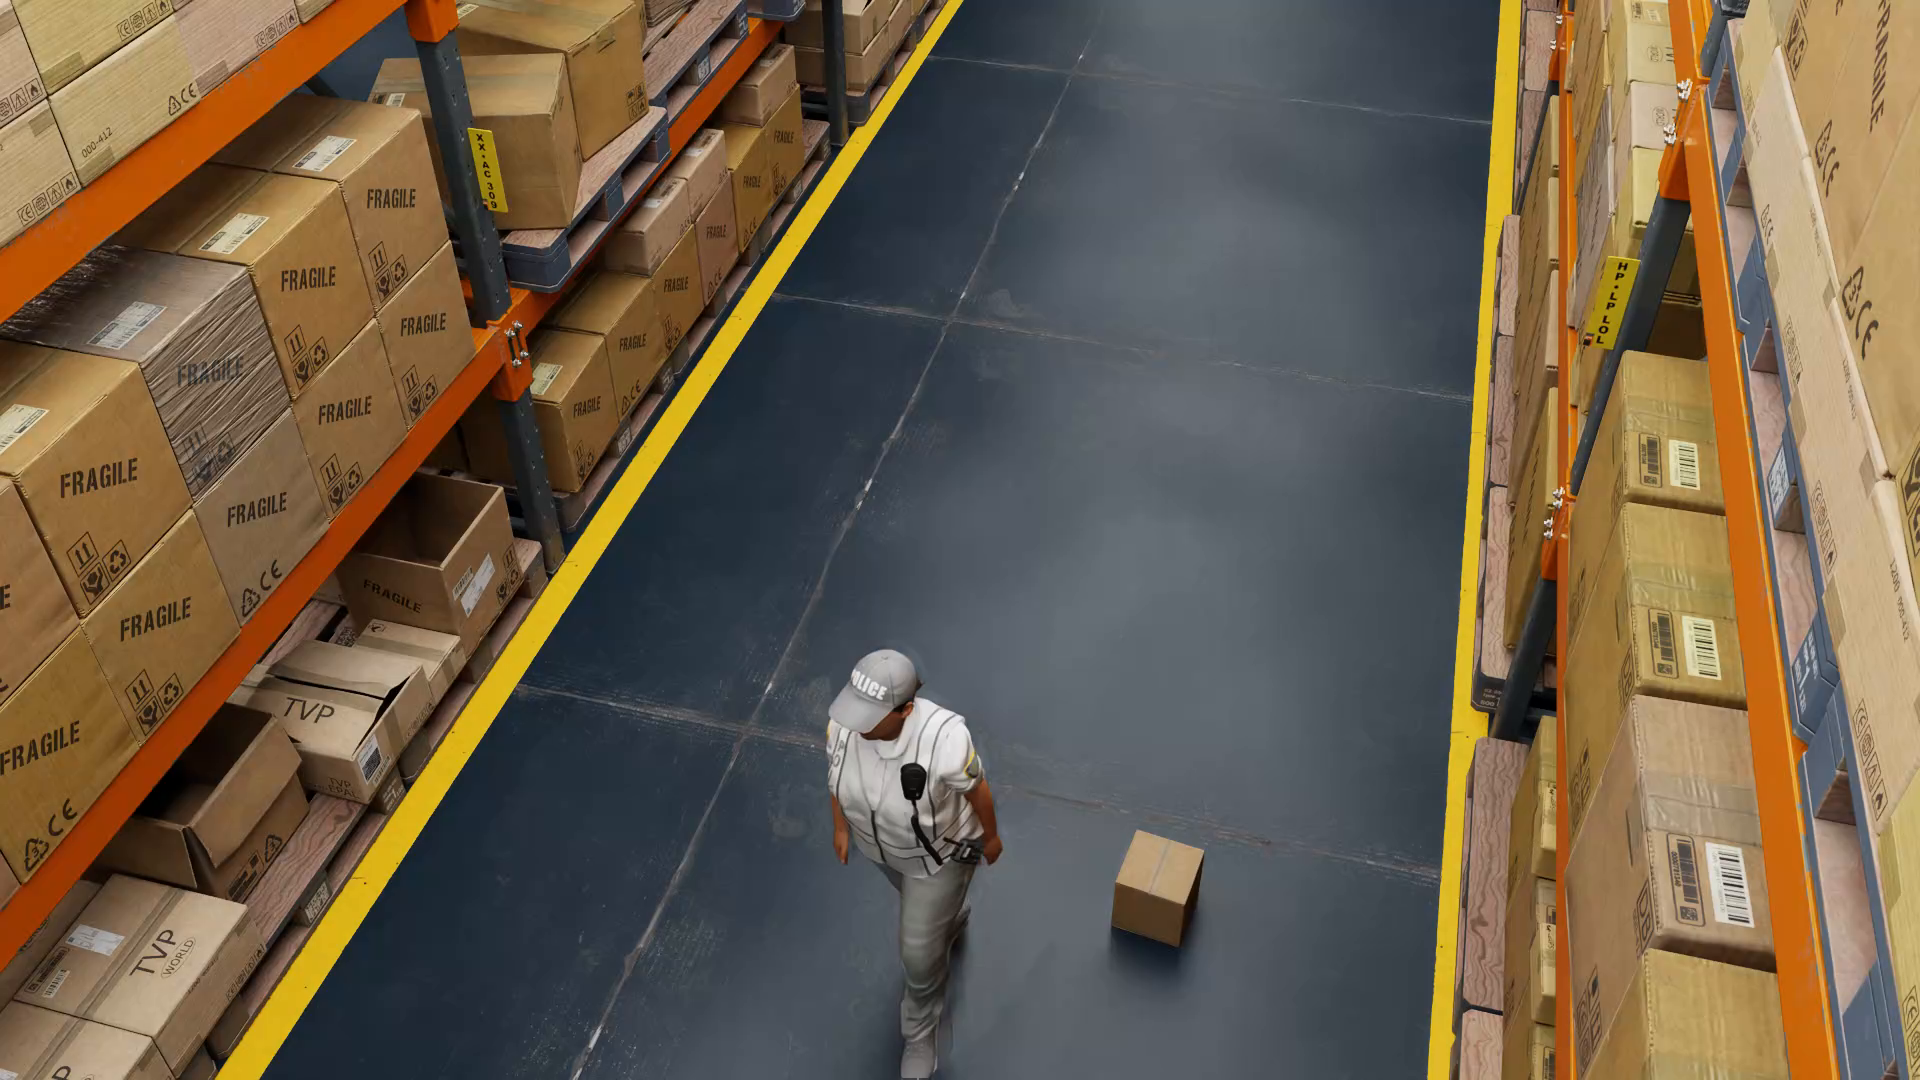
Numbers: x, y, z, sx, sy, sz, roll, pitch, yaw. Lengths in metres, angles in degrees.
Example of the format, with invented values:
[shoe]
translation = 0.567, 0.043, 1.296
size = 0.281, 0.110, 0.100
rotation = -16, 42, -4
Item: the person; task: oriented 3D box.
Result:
[person]
translation = -0.154, 0.917, 5.141
size = 0.507, 1.695, 0.652
rotation = 24, 46, 25
